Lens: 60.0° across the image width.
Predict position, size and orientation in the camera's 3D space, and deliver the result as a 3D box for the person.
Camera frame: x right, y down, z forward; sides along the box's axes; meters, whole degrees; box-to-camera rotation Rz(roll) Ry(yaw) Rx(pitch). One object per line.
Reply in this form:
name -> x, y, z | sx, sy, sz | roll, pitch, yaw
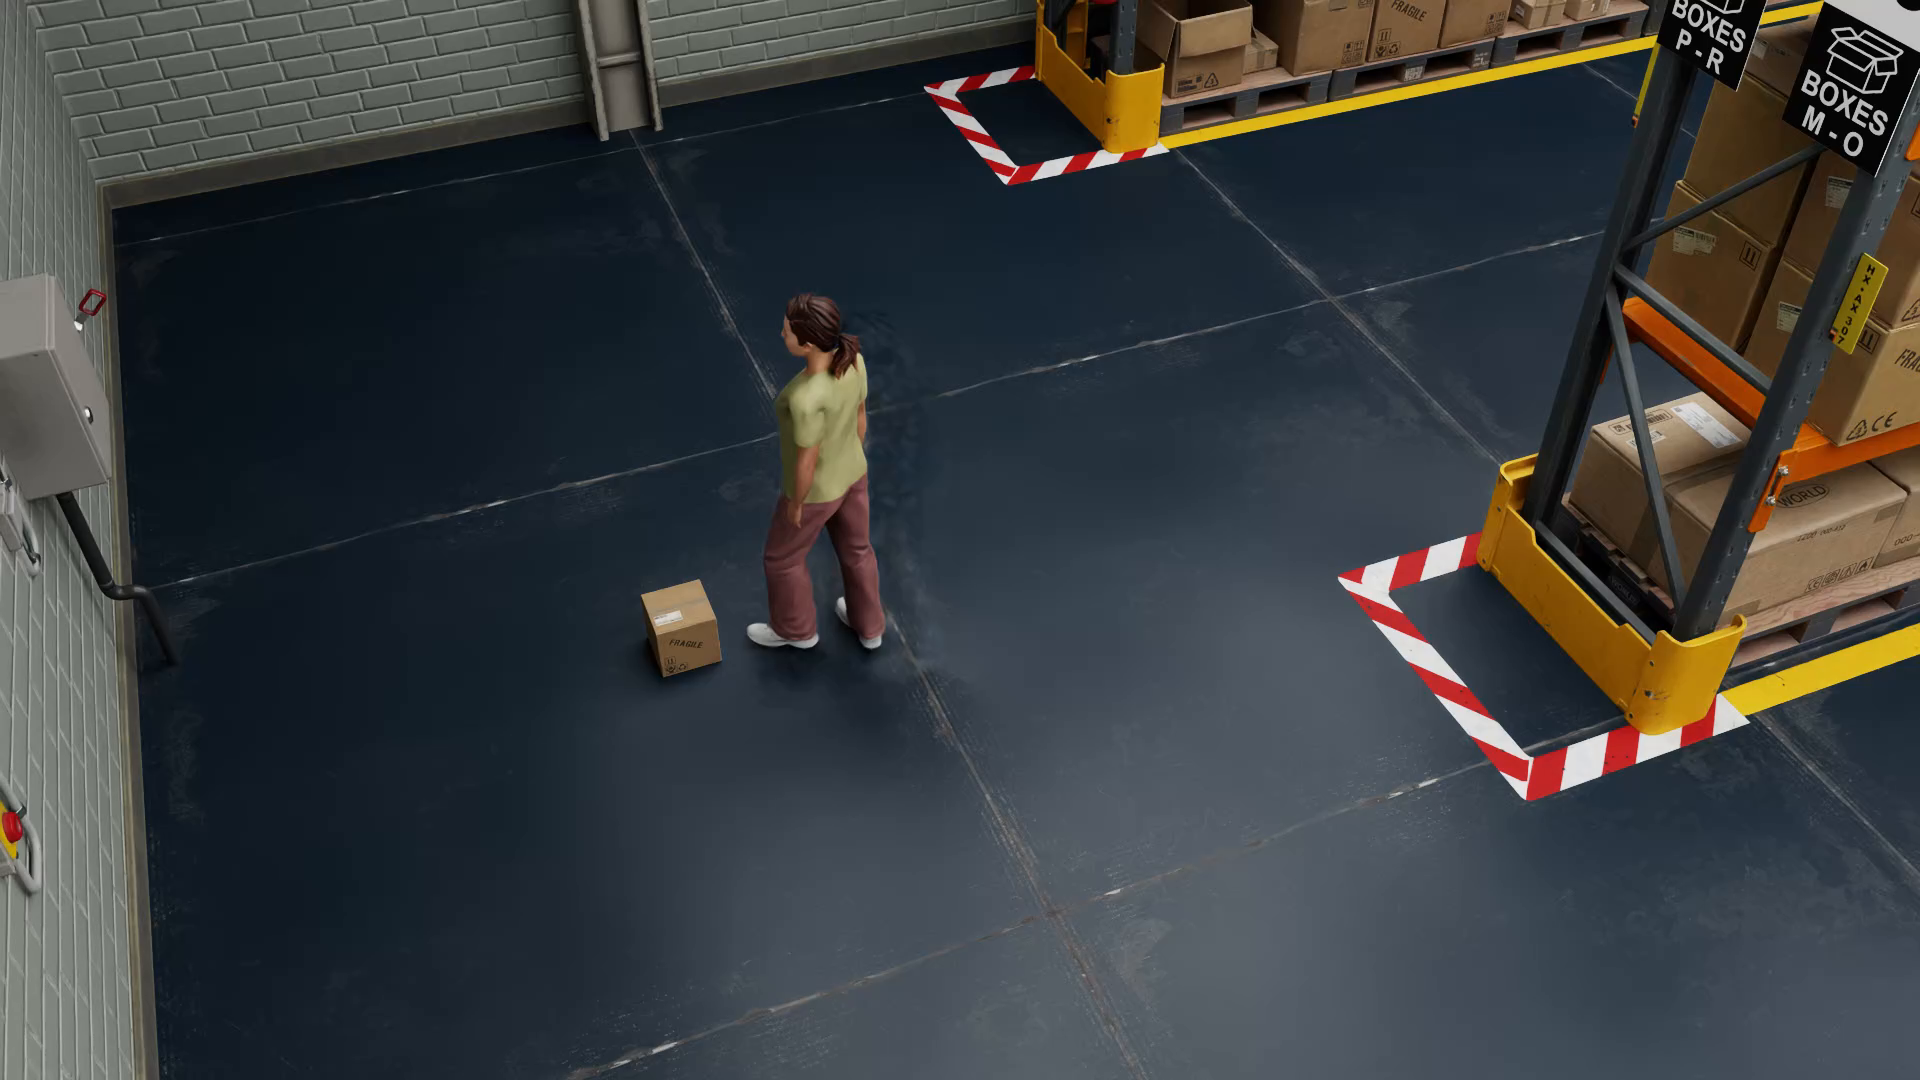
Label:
person -> -0.565, -0.245, 6.413 | 0.525, 1.670, 0.453 | 23, 47, 23
